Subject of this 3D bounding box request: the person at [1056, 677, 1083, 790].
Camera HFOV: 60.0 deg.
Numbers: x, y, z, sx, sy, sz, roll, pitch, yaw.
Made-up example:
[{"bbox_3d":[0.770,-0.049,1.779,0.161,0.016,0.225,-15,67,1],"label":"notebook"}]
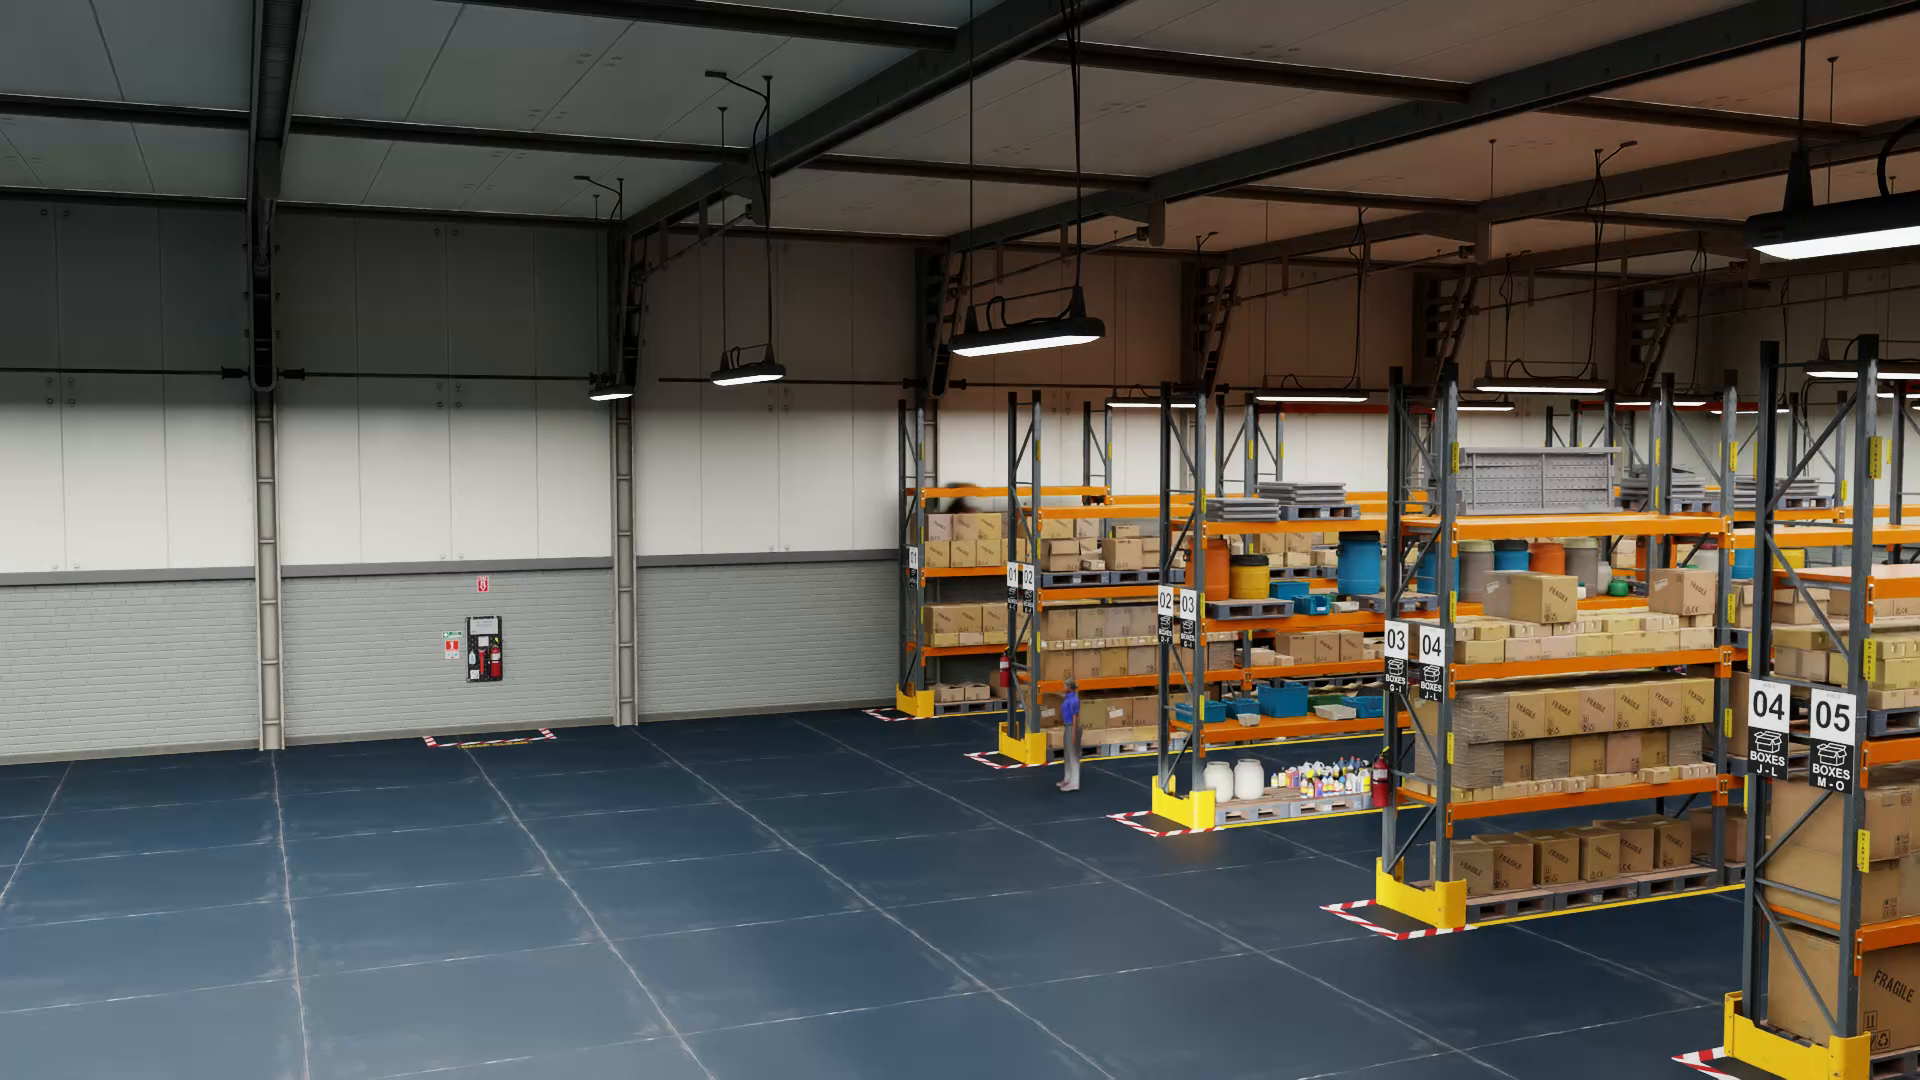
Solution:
[{"bbox_3d":[1.637,2.875,24.832,0.380,1.666,0.498,0,3,-5],"label":"person"}]
